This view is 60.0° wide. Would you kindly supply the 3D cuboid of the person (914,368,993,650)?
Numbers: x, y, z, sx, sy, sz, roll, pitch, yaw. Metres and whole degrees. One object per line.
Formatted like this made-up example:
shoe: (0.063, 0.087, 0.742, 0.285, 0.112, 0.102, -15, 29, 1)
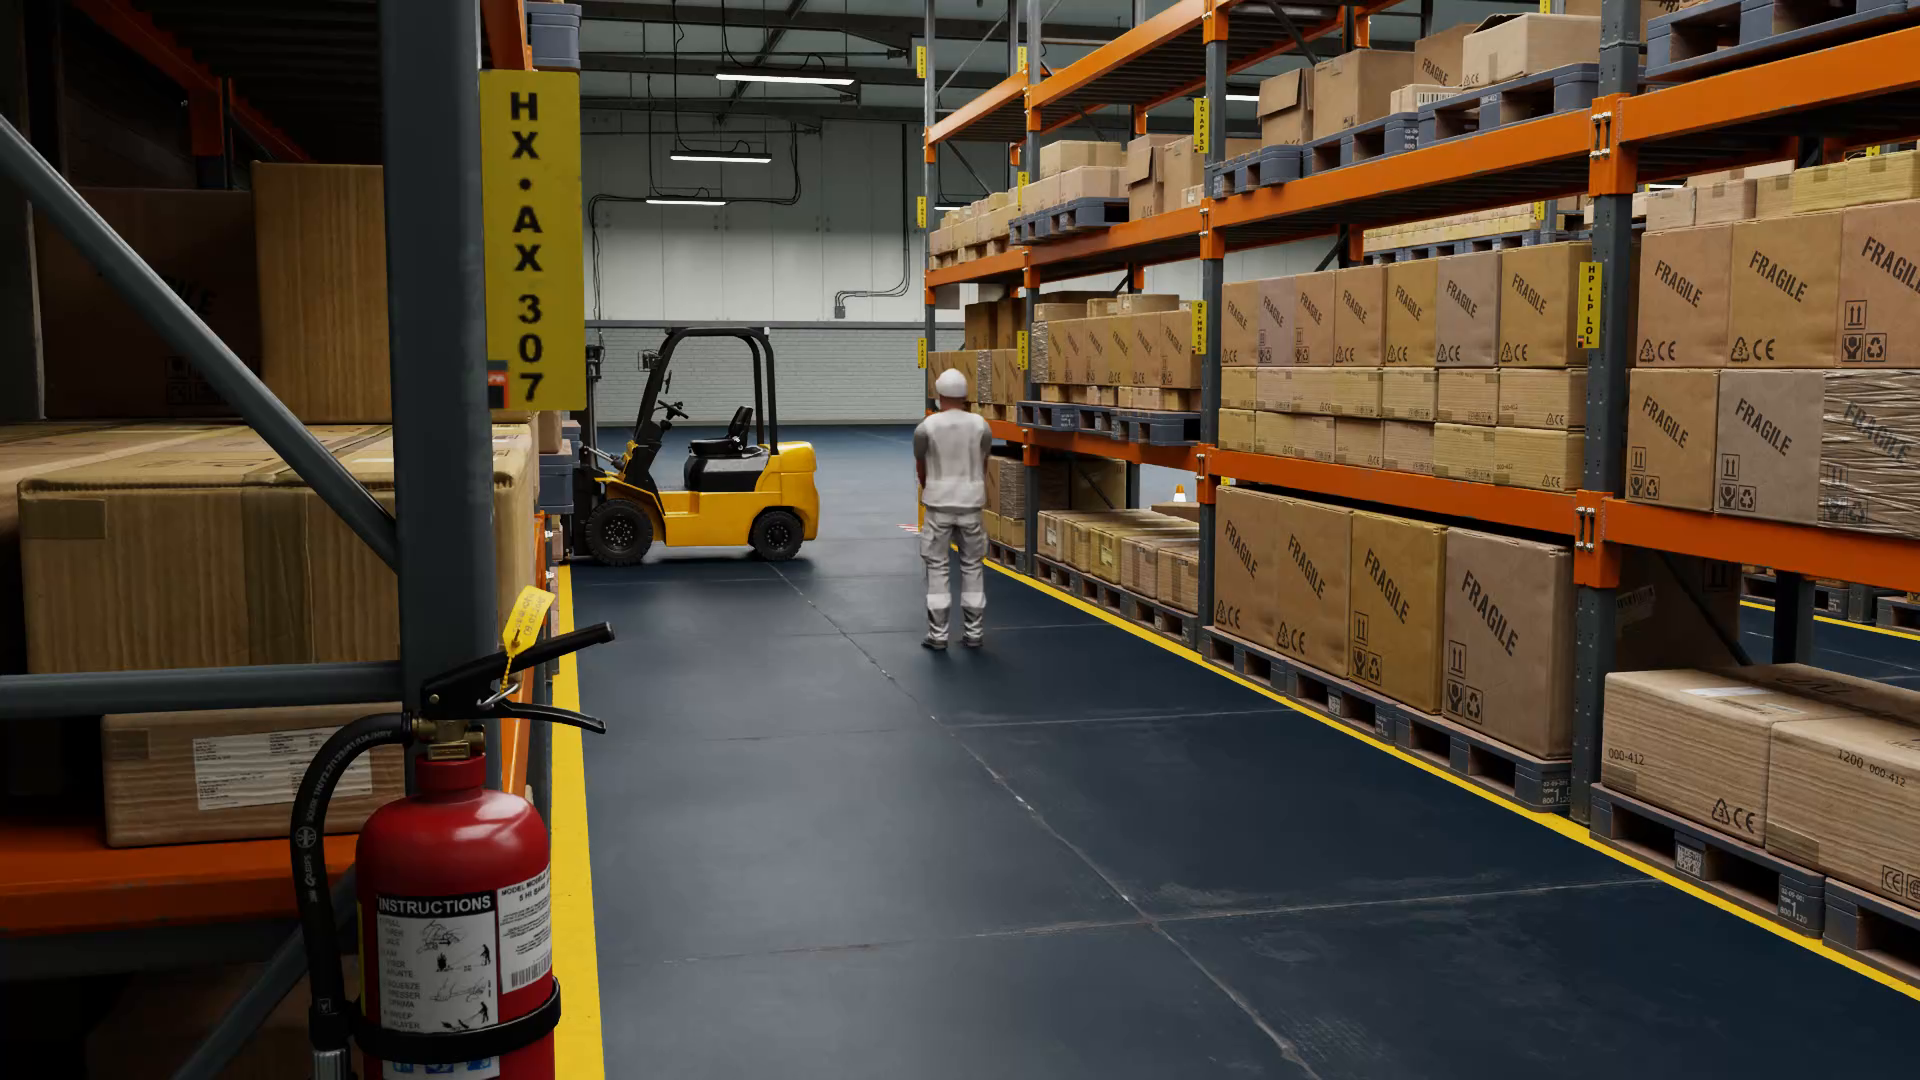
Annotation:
person: (-0.052, -0.206, 10.716, 0.506, 1.792, 0.556, -1, 6, -6)
